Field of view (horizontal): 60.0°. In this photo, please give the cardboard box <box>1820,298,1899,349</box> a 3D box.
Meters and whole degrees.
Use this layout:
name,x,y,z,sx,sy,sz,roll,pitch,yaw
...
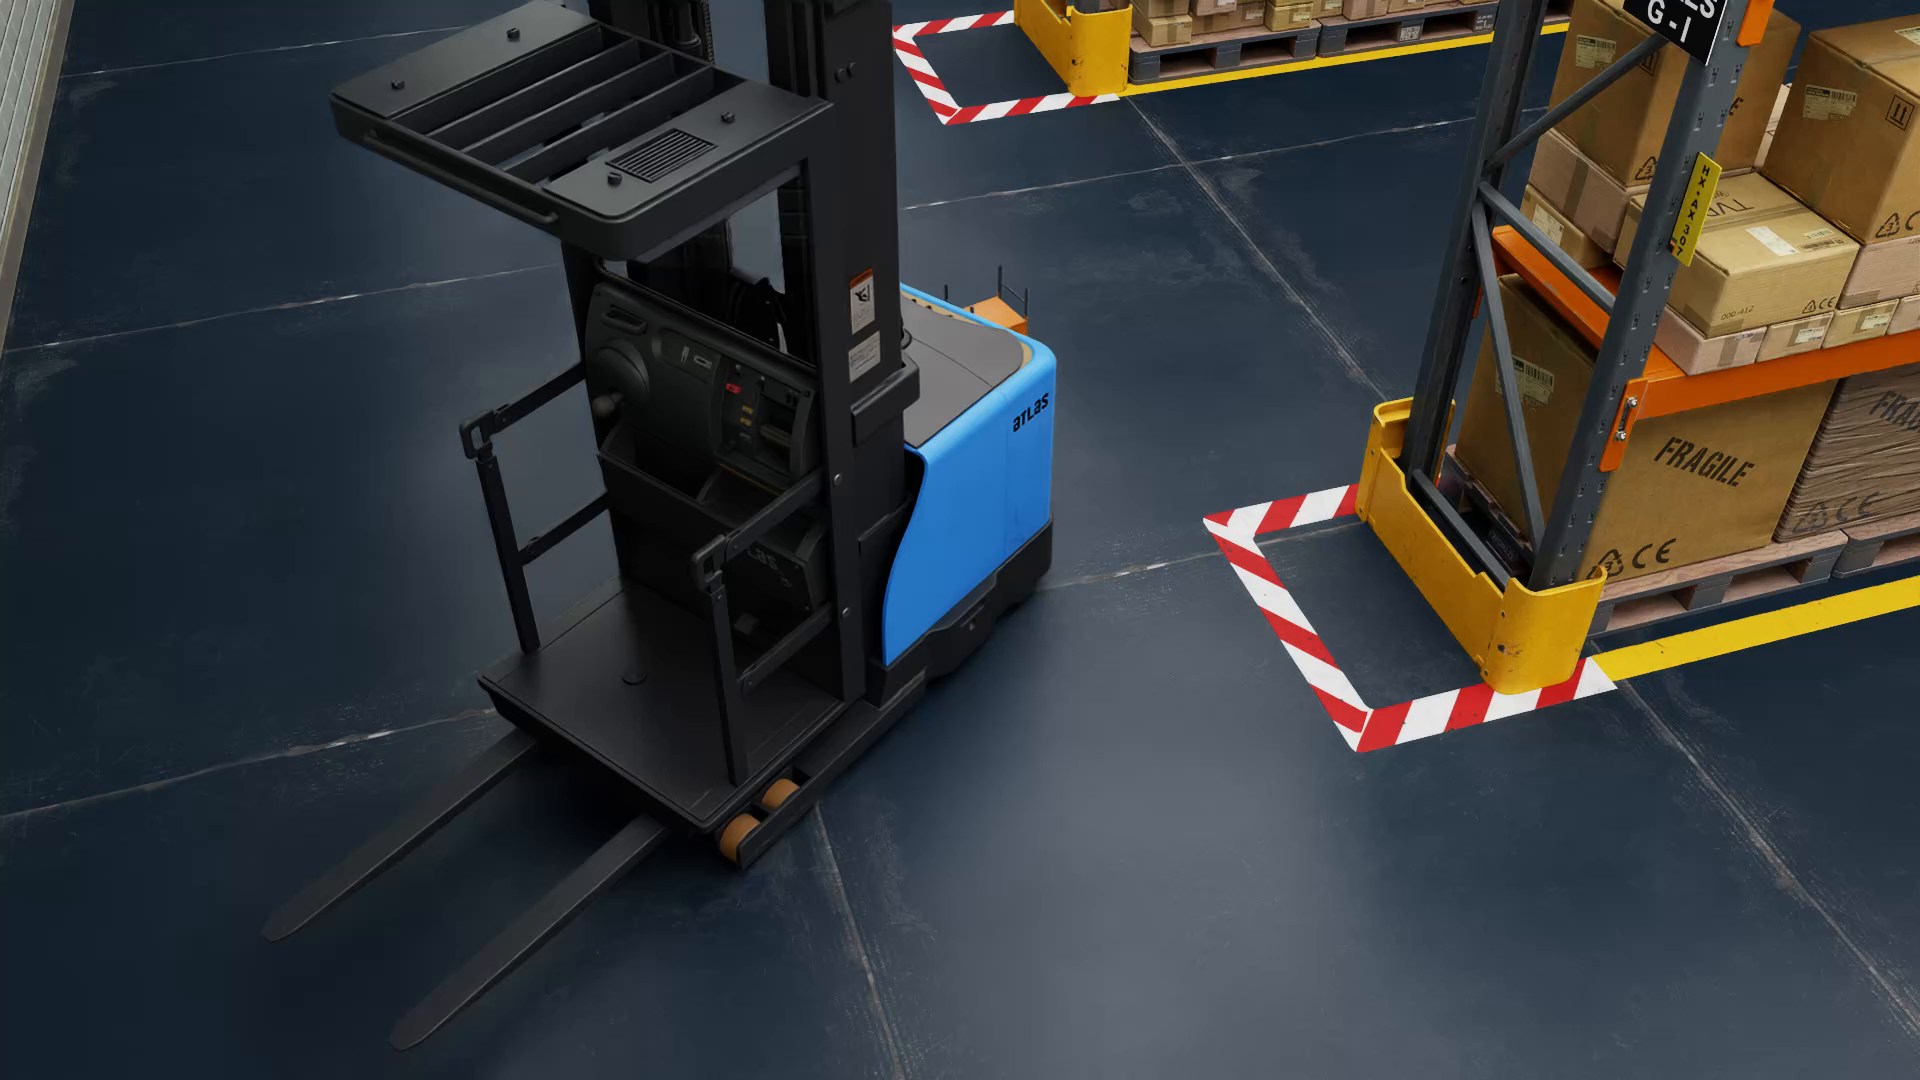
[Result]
name,x,y,z,sx,sy,sz,roll,pitch,yaw
cardboard box,2.907,-0.826,5.607,0.250,0.149,0.380,-13,43,-14

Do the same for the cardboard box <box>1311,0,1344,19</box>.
name,x,y,z,sx,sy,sz,roll,pitch,yaw
cardboard box,2.135,-3.323,10.122,0.250,0.149,0.380,-12,42,-13

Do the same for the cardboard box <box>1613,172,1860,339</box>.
name,x,y,z,sx,sy,sz,roll,pitch,yaw
cardboard box,2.520,-0.936,5.430,0.500,0.250,0.500,-13,43,-14

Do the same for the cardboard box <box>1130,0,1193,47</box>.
name,x,y,z,sx,sy,sz,roll,pitch,yaw
cardboard box,1.184,-3.075,9.837,0.250,0.149,0.380,-11,42,-12

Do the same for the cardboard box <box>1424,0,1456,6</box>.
name,x,y,z,sx,sy,sz,roll,pitch,yaw
cardboard box,2.875,-3.458,10.275,0.250,0.149,0.380,-11,42,-12

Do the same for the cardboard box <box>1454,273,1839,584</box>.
name,x,y,z,sx,sy,sz,roll,pitch,yaw
cardboard box,2.568,-0.490,6.327,0.875,0.875,0.875,-12,42,-13

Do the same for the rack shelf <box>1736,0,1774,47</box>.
name,x,y,z,sx,sy,sz,roll,pitch,yaw
rack shelf,3.889,-2.209,5.266,4.000,0.370,1.077,-12,42,-13

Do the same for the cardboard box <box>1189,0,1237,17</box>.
name,x,y,z,sx,sy,sz,roll,pitch,yaw
cardboard box,1.443,-3.246,9.807,0.250,0.149,0.380,-12,43,-13

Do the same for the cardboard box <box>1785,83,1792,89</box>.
name,x,y,z,sx,sy,sz,roll,pitch,yaw
cardboard box,3.333,-1.474,6.045,0.500,0.250,0.500,-13,43,-15

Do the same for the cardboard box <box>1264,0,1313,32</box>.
name,x,y,z,sx,sy,sz,roll,pitch,yaw
cardboard box,1.920,-3.213,9.996,0.250,0.149,0.380,-11,42,-13

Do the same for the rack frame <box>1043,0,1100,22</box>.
name,x,y,z,sx,sy,sz,roll,pitch,yaw
rack frame,0.588,-4.088,9.149,0.127,3.000,1.000,-12,42,-13

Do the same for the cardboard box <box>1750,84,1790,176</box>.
name,x,y,z,sx,sy,sz,roll,pitch,yaw
cardboard box,2.848,-1.373,5.929,0.500,0.250,0.500,-12,43,-14

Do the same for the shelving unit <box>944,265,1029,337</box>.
name,x,y,z,sx,sy,sz,roll,pitch,yaw
shelving unit,0.100,-0.559,6.592,0.252,1.050,0.215,-22,46,-24

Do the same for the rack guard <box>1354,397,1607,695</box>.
name,x,y,z,sx,sy,sz,roll,pitch,yaw
rack guard,1.958,-0.009,6.380,0.348,0.500,1.175,-12,42,-13

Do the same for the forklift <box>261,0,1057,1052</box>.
name,x,y,z,sx,sy,sz,roll,pitch,yaw
forklift,-0.938,-0.399,4.979,1.130,2.935,3.031,27,48,27

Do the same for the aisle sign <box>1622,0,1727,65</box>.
name,x,y,z,sx,sy,sz,roll,pitch,yaw
aisle sign,2.003,-1.732,4.476,0.004,0.787,0.394,-12,42,-13

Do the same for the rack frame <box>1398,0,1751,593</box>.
name,x,y,z,sx,sy,sz,roll,pitch,yaw
rack frame,1.981,-0.955,5.564,0.127,3.000,1.000,-12,42,-13

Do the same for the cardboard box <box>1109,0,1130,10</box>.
name,x,y,z,sx,sy,sz,roll,pitch,yaw
cardboard box,1.027,-3.407,10.218,0.250,0.149,0.380,-11,42,-12

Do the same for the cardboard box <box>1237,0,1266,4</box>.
name,x,y,z,sx,sy,sz,roll,pitch,yaw
cardboard box,1.650,-3.349,9.925,0.250,0.149,0.380,-11,42,-13

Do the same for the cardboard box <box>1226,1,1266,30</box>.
name,x,y,z,sx,sy,sz,roll,pitch,yaw
cardboard box,1.644,-3.232,10.017,0.250,0.149,0.380,-11,42,-13

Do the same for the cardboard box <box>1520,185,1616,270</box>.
name,x,y,z,sx,sy,sz,roll,pitch,yaw
cardboard box,2.222,-1.138,5.963,0.250,0.149,0.380,-11,42,-12

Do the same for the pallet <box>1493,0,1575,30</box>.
name,x,y,z,sx,sy,sz,roll,pitch,yaw
pallet,3.773,-3.673,10.794,1.213,0.211,1.003,-12,42,-13

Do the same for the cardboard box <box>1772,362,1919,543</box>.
name,x,y,z,sx,sy,sz,roll,pitch,yaw
cardboard box,3.436,-0.670,6.532,0.875,0.875,0.875,-12,42,-13

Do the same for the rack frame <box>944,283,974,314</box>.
name,x,y,z,sx,sy,sz,roll,pitch,yaw
rack frame,-0.004,-0.516,6.543,0.008,1.050,0.200,-22,46,-24

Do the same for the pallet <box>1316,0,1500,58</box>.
name,x,y,z,sx,sy,sz,roll,pitch,yaw
pallet,2.607,-3.430,10.515,1.213,0.211,1.003,-12,42,-13

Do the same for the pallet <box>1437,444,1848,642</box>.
name,x,y,z,sx,sy,sz,roll,pitch,yaw
pallet,2.720,-0.112,6.718,1.213,0.211,1.003,-12,42,-13

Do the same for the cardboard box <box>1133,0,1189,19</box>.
name,x,y,z,sx,sy,sz,roll,pitch,yaw
cardboard box,1.165,-3.227,9.785,0.250,0.149,0.380,-10,42,-11

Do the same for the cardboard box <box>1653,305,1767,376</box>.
name,x,y,z,sx,sy,sz,roll,pitch,yaw
cardboard box,2.419,-0.724,5.489,0.250,0.149,0.380,-11,42,-13

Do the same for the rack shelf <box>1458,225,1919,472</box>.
name,x,y,z,sx,sy,sz,roll,pitch,yaw
rack shelf,3.889,-1.080,6.253,4.000,0.370,1.077,-12,42,-13

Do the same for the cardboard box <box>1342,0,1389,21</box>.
name,x,y,z,sx,sy,sz,roll,pitch,yaw
cardboard box,2.399,-3.318,10.116,0.250,0.149,0.380,-14,43,-15

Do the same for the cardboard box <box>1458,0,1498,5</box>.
name,x,y,z,sx,sy,sz,roll,pitch,yaw
cardboard box,3.144,-3.467,10.286,0.250,0.149,0.380,-12,43,-13

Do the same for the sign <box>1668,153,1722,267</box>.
name,x,y,z,sx,sy,sz,roll,pitch,yaw
sign,2.142,-0.962,4.853,0.005,0.325,0.100,-12,42,-13

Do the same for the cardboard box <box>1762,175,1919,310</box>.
name,x,y,z,sx,sy,sz,roll,pitch,yaw
cardboard box,3.014,-1.043,5.552,0.500,0.250,0.500,-12,43,-14

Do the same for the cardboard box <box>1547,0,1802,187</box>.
name,x,y,z,sx,sy,sz,roll,pitch,yaw
cardboard box,2.367,-1.554,5.567,0.500,0.500,0.500,-11,42,-13

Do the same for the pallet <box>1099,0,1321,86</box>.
name,x,y,z,sx,sy,sz,roll,pitch,yaw
pallet,1.446,-3.191,10.242,1.213,0.211,1.003,-12,42,-13

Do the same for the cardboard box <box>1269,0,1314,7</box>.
name,x,y,z,sx,sy,sz,roll,pitch,yaw
cardboard box,1.927,-3.332,9.906,0.250,0.149,0.380,-10,42,-12

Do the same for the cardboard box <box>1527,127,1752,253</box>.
name,x,y,z,sx,sy,sz,roll,pitch,yaw
cardboard box,2.364,-1.273,5.815,0.500,0.250,0.500,-12,43,-14

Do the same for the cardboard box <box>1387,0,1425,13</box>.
name,x,y,z,sx,sy,sz,roll,pitch,yaw
cardboard box,2.655,-3.389,10.197,0.250,0.149,0.380,-12,42,-13

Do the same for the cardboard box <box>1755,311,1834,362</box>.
name,x,y,z,sx,sy,sz,roll,pitch,yaw
cardboard box,2.663,-0.775,5.548,0.250,0.149,0.380,-12,43,-14

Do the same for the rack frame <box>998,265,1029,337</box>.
name,x,y,z,sx,sy,sz,roll,pitch,yaw
rack frame,0.203,-0.601,6.640,0.008,1.050,0.200,-22,46,-24

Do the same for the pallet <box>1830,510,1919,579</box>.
name,x,y,z,sx,sy,sz,roll,pitch,yaw
pallet,3.882,-0.351,6.991,1.213,0.211,1.003,-12,42,-13

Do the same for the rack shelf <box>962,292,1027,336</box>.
name,x,y,z,sx,sy,sz,roll,pitch,yaw
rack shelf,0.100,-0.764,6.412,0.240,0.259,0.215,-22,46,-24

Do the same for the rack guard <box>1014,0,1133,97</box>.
name,x,y,z,sx,sy,sz,roll,pitch,yaw
rack guard,0.660,-3.161,9.989,0.348,0.500,1.175,-12,42,-13

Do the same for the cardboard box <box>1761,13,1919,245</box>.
name,x,y,z,sx,sy,sz,roll,pitch,yaw
cardboard box,2.997,-1.317,5.296,0.500,0.500,0.500,-13,43,-14

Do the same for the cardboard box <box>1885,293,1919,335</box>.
name,x,y,z,sx,sy,sz,roll,pitch,yaw
cardboard box,3.156,-0.878,5.666,0.250,0.149,0.380,-12,43,-14

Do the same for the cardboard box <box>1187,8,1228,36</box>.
name,x,y,z,sx,sy,sz,roll,pitch,yaw
cardboard box,1.409,-3.178,9.956,0.250,0.149,0.380,-12,43,-13
